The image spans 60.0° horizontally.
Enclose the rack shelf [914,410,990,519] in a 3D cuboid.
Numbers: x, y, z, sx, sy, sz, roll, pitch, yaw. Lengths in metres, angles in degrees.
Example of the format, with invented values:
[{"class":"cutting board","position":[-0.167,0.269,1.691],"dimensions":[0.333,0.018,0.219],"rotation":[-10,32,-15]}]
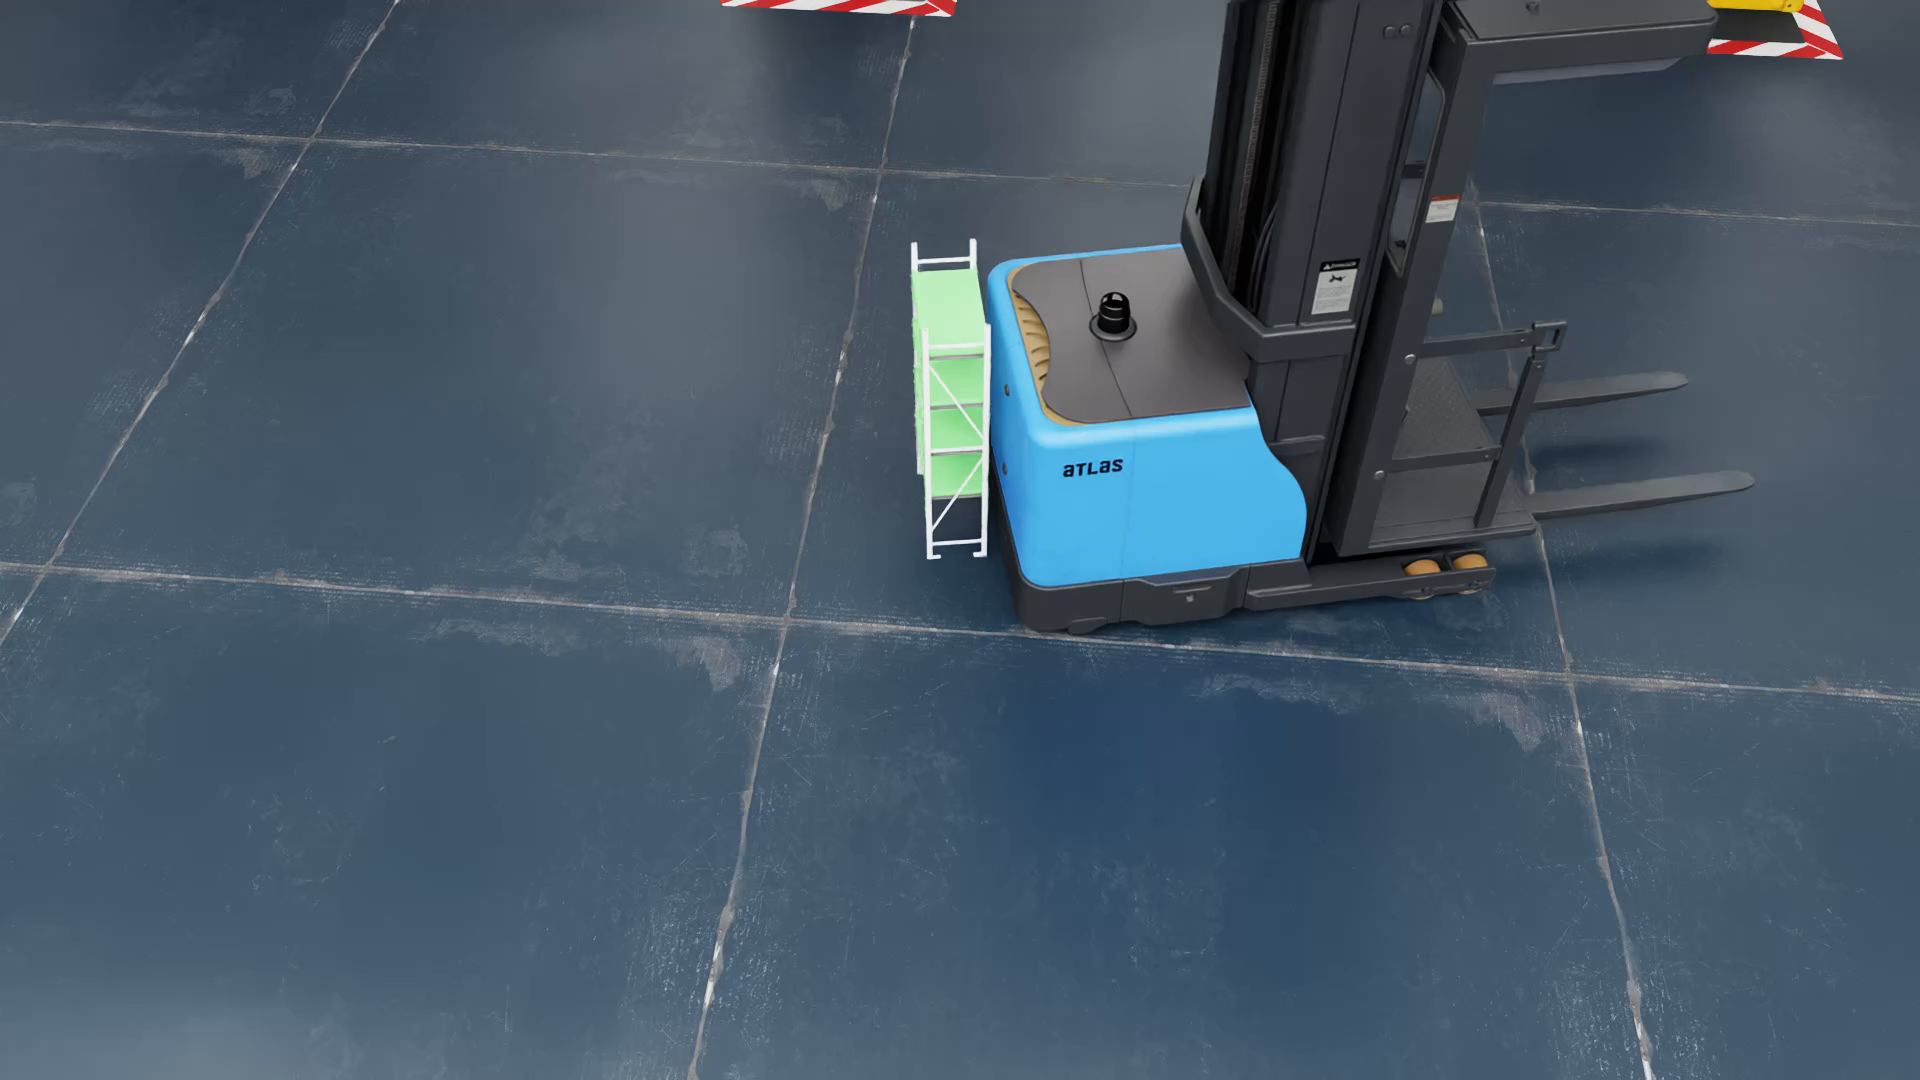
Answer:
[{"class":"rack shelf","position":[-0.037,-0.314,6.662],"dimensions":[0.258,0.148,0.480],"rotation":[-4,48,-4]}]

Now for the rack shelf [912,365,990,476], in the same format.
[{"class":"rack shelf","position":[-0.037,-0.476,6.485],"dimensions":[0.258,0.148,0.480],"rotation":[-4,48,-4]}]

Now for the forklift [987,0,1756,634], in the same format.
[{"class":"forklift","position":[1.652,-1.136,5.828],"dimensions":[3.031,2.935,1.130],"rotation":[-7,48,-6]}]

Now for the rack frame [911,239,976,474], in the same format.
[{"class":"rack frame","position":[-0.061,-0.698,6.602],"dimensions":[0.240,1.200,0.015],"rotation":[-4,48,-4]}]

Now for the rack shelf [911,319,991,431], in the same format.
[{"class":"rack shelf","position":[-0.037,-0.638,6.308],"dimensions":[0.258,0.148,0.480],"rotation":[-4,48,-4]}]

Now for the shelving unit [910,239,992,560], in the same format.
[{"class":"shelving unit","position":[-0.037,-0.519,6.438],"dimensions":[0.258,1.200,0.503],"rotation":[-4,48,-4]}]

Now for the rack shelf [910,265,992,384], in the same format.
[{"class":"rack shelf","position":[-0.037,-0.800,6.131],"dimensions":[0.258,0.148,0.480],"rotation":[-4,48,-4]}]

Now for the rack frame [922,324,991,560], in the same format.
[{"class":"rack frame","position":[-0.013,-0.340,6.274],"dimensions":[0.240,1.200,0.015],"rotation":[-4,48,-4]}]

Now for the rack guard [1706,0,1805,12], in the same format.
[{"class":"rack guard","position":[4.276,-3.359,9.510],"dimensions":[1.175,0.500,0.348],"rotation":[4,48,4]}]
